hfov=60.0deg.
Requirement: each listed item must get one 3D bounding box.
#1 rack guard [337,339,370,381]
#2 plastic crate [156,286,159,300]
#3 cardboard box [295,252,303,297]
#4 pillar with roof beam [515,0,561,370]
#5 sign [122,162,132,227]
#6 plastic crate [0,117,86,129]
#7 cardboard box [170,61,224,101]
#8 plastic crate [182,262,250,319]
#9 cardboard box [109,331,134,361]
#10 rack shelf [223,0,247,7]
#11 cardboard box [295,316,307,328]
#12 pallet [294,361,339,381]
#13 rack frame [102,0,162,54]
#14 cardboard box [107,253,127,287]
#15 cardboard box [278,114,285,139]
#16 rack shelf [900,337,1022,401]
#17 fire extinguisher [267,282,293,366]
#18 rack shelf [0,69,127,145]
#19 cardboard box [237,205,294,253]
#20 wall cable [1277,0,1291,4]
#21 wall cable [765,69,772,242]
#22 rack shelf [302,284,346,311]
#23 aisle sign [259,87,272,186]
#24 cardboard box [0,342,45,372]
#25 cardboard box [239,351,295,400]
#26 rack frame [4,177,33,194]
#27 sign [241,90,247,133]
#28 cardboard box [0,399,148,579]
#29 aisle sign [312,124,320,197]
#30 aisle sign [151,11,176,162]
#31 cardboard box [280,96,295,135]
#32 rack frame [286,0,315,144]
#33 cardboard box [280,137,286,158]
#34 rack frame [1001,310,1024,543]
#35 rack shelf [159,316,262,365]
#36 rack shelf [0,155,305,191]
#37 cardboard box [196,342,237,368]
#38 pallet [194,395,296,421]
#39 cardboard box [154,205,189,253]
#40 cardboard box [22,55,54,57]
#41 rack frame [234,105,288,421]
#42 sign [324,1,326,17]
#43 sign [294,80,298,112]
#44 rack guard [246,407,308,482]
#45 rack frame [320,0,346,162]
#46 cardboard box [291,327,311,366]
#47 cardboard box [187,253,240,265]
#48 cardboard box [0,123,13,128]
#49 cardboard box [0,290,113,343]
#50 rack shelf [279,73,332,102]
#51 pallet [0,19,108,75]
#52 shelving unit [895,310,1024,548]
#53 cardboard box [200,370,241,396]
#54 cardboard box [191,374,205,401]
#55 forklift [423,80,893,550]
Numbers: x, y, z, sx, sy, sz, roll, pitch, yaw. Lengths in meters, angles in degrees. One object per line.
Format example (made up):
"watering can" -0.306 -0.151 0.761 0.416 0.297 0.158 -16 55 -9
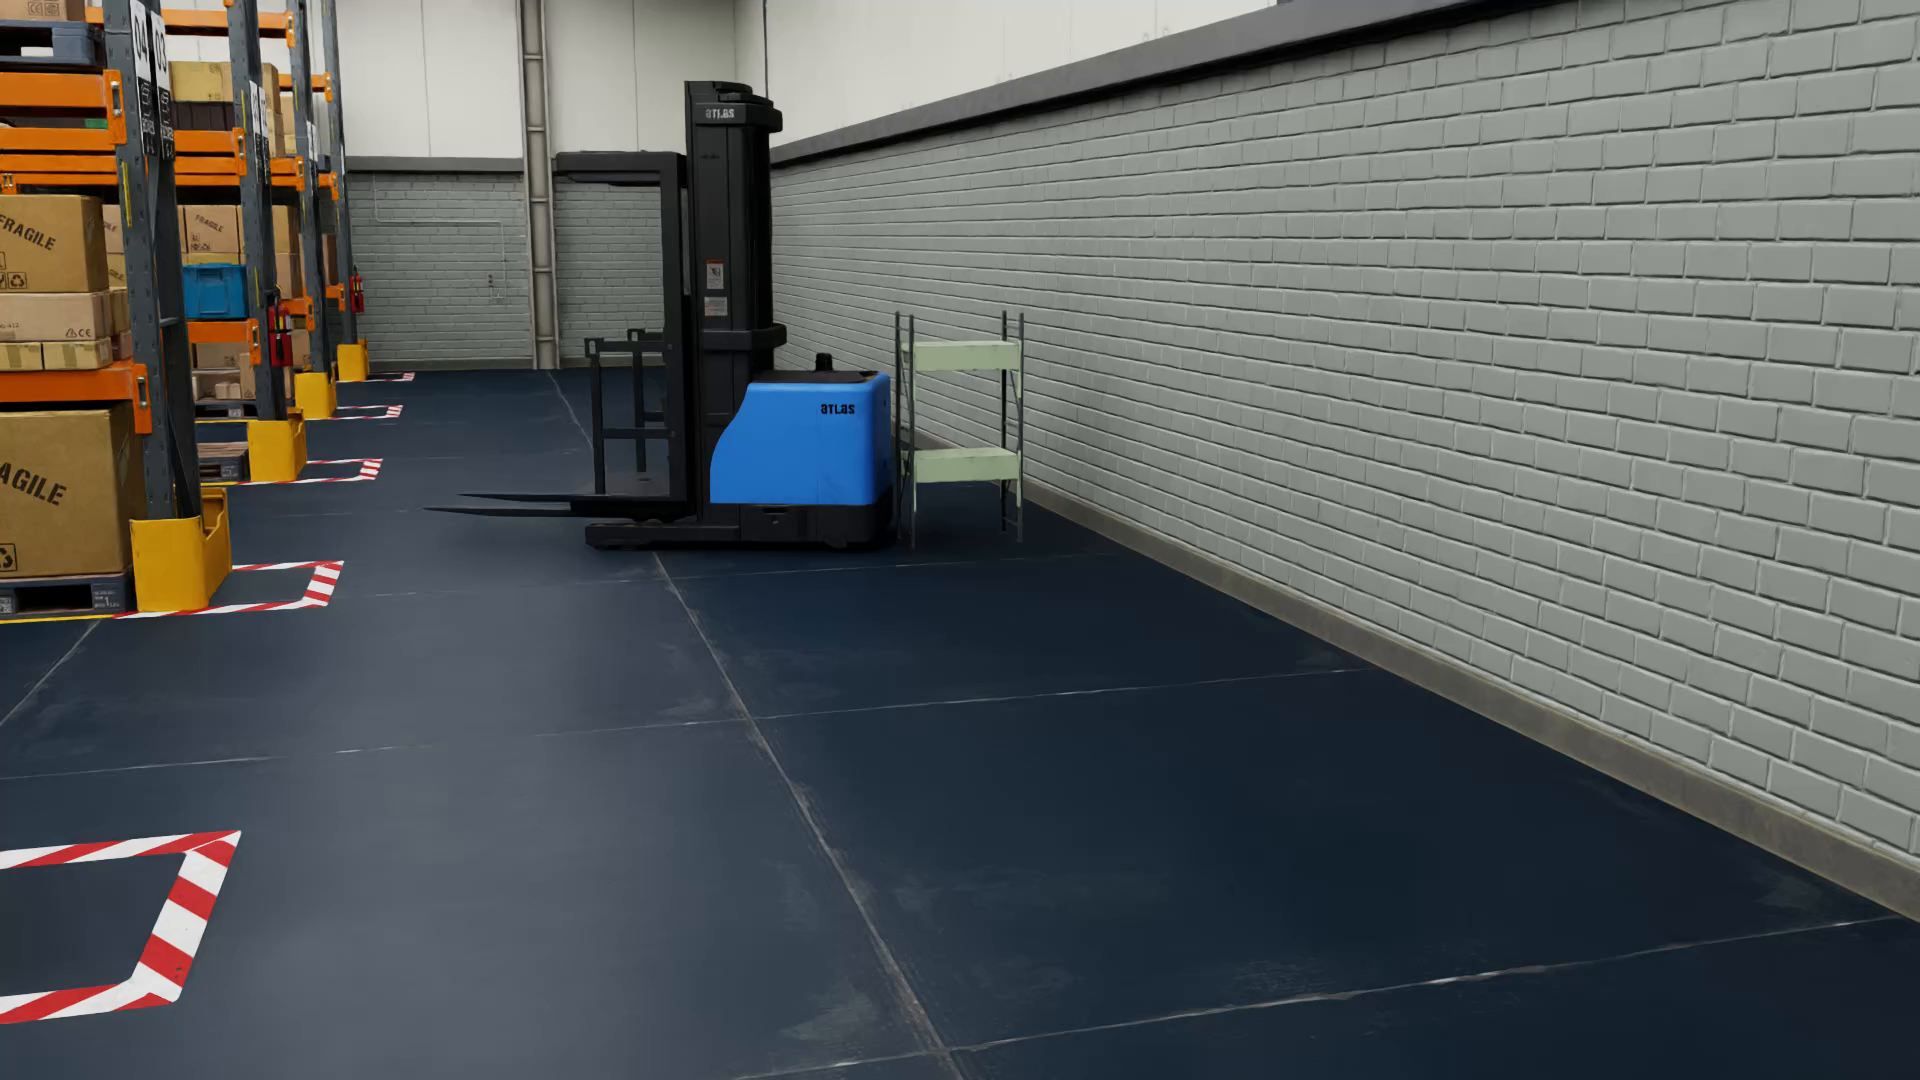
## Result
"rack guard" -8.568 -2.546 23.495 0.348 0.500 1.175 -3 11 -16
"plastic crate" -6.783 -2.010 13.979 0.300 0.233 0.416 -3 11 -16
"cardboard box" -7.703 -2.986 18.703 0.500 0.500 0.500 -3 11 -15
"pillar with roof beam" -5.037 -6.263 20.212 0.400 9.000 9.100 -3 11 -16
"sign" -4.299 -1.782 8.587 0.005 0.325 0.100 -3 11 -16
"plastic crate" -7.366 -3.467 13.480 0.767 0.338 0.504 -3 11 -16
"cardboard box" -8.195 -4.890 18.000 0.500 0.500 0.700 -3 11 -16
"plastic crate" -6.091 -2.049 13.630 0.499 0.435 0.616 -3 11 -16
"cardboard box" -4.871 -1.107 9.467 0.250 0.149 0.380 -3 11 -15
"rack shelf" -7.742 -4.350 12.915 4.000 0.370 1.077 -3 11 -16
"cardboard box" -9.171 -3.058 23.328 0.250 0.149 0.380 -3 11 -16
"pallet" -9.337 -2.348 23.221 1.213 0.211 1.003 -3 11 -16
"rack frame" -4.438 -4.141 8.687 0.127 3.000 1.000 -3 11 -16
"cardboard box" -9.019 -2.816 17.780 0.500 0.500 0.500 -3 11 -17
"cardboard box" -7.769 -4.580 18.386 0.500 0.250 0.500 -3 11 -16
"rack shelf" -0.006 -1.121 10.838 0.720 0.370 0.431 -3 11 -16
"fire extinguisher" -5.550 -1.759 13.560 0.183 0.674 0.296 -3 11 -16
"rack shelf" -6.358 -2.211 8.474 4.000 0.370 1.077 -3 11 -16
"cardboard box" -7.553 -3.384 18.104 0.500 0.500 0.500 -3 11 -16
"wall cable" 1.955 -5.410 6.695 0.120 5.999 2.277 -3 11 -16
"wall cable" -3.061 -5.421 24.217 0.112 2.526 3.097 -3 11 -16
"rack shelf" -10.511 -3.319 22.777 4.000 0.370 1.077 -3 11 -16
"aisle sign" -5.836 -3.386 13.972 0.004 0.787 0.394 -3 11 -16
"cardboard box" -4.937 -0.979 8.771 0.250 0.149 0.380 -3 11 -15
"cardboard box" -7.656 -1.830 18.390 0.500 0.500 0.500 -3 11 -16
"rack frame" -12.432 -3.572 22.162 0.127 3.000 1.000 -3 11 -16
"sign" -5.653 -3.381 13.130 0.005 0.325 0.100 -3 11 -16
"cardboard box" -5.030 -0.306 9.133 0.875 0.875 0.875 -3 11 -16
"aisle sign" -7.220 -4.246 18.646 0.004 0.787 0.394 -3 11 -16
"aisle sign" -4.452 -2.525 9.297 0.004 0.787 0.394 -3 11 -16
"cardboard box" -9.218 -5.715 22.430 0.500 0.500 0.500 -3 11 -16
"rack frame" -7.203 -5.863 18.042 0.127 3.000 1.000 -3 11 -16
"cardboard box" -7.767 -4.333 18.426 0.500 0.250 0.500 -3 11 -16
"rack frame" 0.345 -0.756 11.009 0.023 1.500 0.400 -3 11 -16
"rack shelf" -7.742 -1.597 13.422 4.000 0.370 1.077 -3 11 -16
"rack shelf" -9.123 -3.933 17.829 4.000 0.370 1.077 -3 11 -16
"cardboard box" -10.198 -2.647 22.887 0.500 0.500 0.700 -3 11 -18
"pallet" -8.041 -1.497 18.597 1.213 0.211 1.003 -3 11 -16
"cardboard box" -8.535 -3.331 17.817 0.500 0.500 0.500 -3 11 -14
"cardboard box" -9.589 -4.785 17.431 0.500 0.500 0.700 -3 11 -16
"rack frame" -5.822 -2.052 13.907 0.127 3.000 1.000 -3 11 -16
"sign" -8.453 -7.128 22.111 0.005 0.325 0.100 -3 11 -16
"sign" -7.067 -4.726 17.704 0.005 0.325 0.100 -3 11 -16
"rack guard" -5.803 -0.826 14.152 0.348 0.500 1.175 -3 11 -16
"rack frame" -8.591 -6.724 22.719 0.127 3.000 1.000 -3 11 -16
"cardboard box" -9.235 -2.698 23.163 0.500 0.500 0.700 -3 11 -16
"cardboard box" -8.054 -2.865 18.050 0.500 0.500 0.500 -3 11 -15
"cardboard box" -10.028 -4.365 17.221 0.500 0.250 0.500 -3 11 -16
"cardboard box" -4.829 -1.193 8.833 0.500 0.250 0.500 -3 11 -17
"rack shelf" -10.511 -6.073 22.270 4.000 0.370 1.077 -3 11 -16
"pallet" -5.147 -2.583 8.752 1.213 0.211 1.003 -3 11 -16
"shelving unit" -0.006 -0.737 10.909 0.755 1.500 0.431 -3 11 -16
"cardboard box" -8.284 -1.774 18.775 0.500 0.250 0.500 -3 11 -16
"cardboard box" -8.577 -1.664 18.179 0.500 0.250 0.500 -3 11 -16
"forklift" -2.005 -1.470 10.937 3.031 2.935 1.130 1 10 4
